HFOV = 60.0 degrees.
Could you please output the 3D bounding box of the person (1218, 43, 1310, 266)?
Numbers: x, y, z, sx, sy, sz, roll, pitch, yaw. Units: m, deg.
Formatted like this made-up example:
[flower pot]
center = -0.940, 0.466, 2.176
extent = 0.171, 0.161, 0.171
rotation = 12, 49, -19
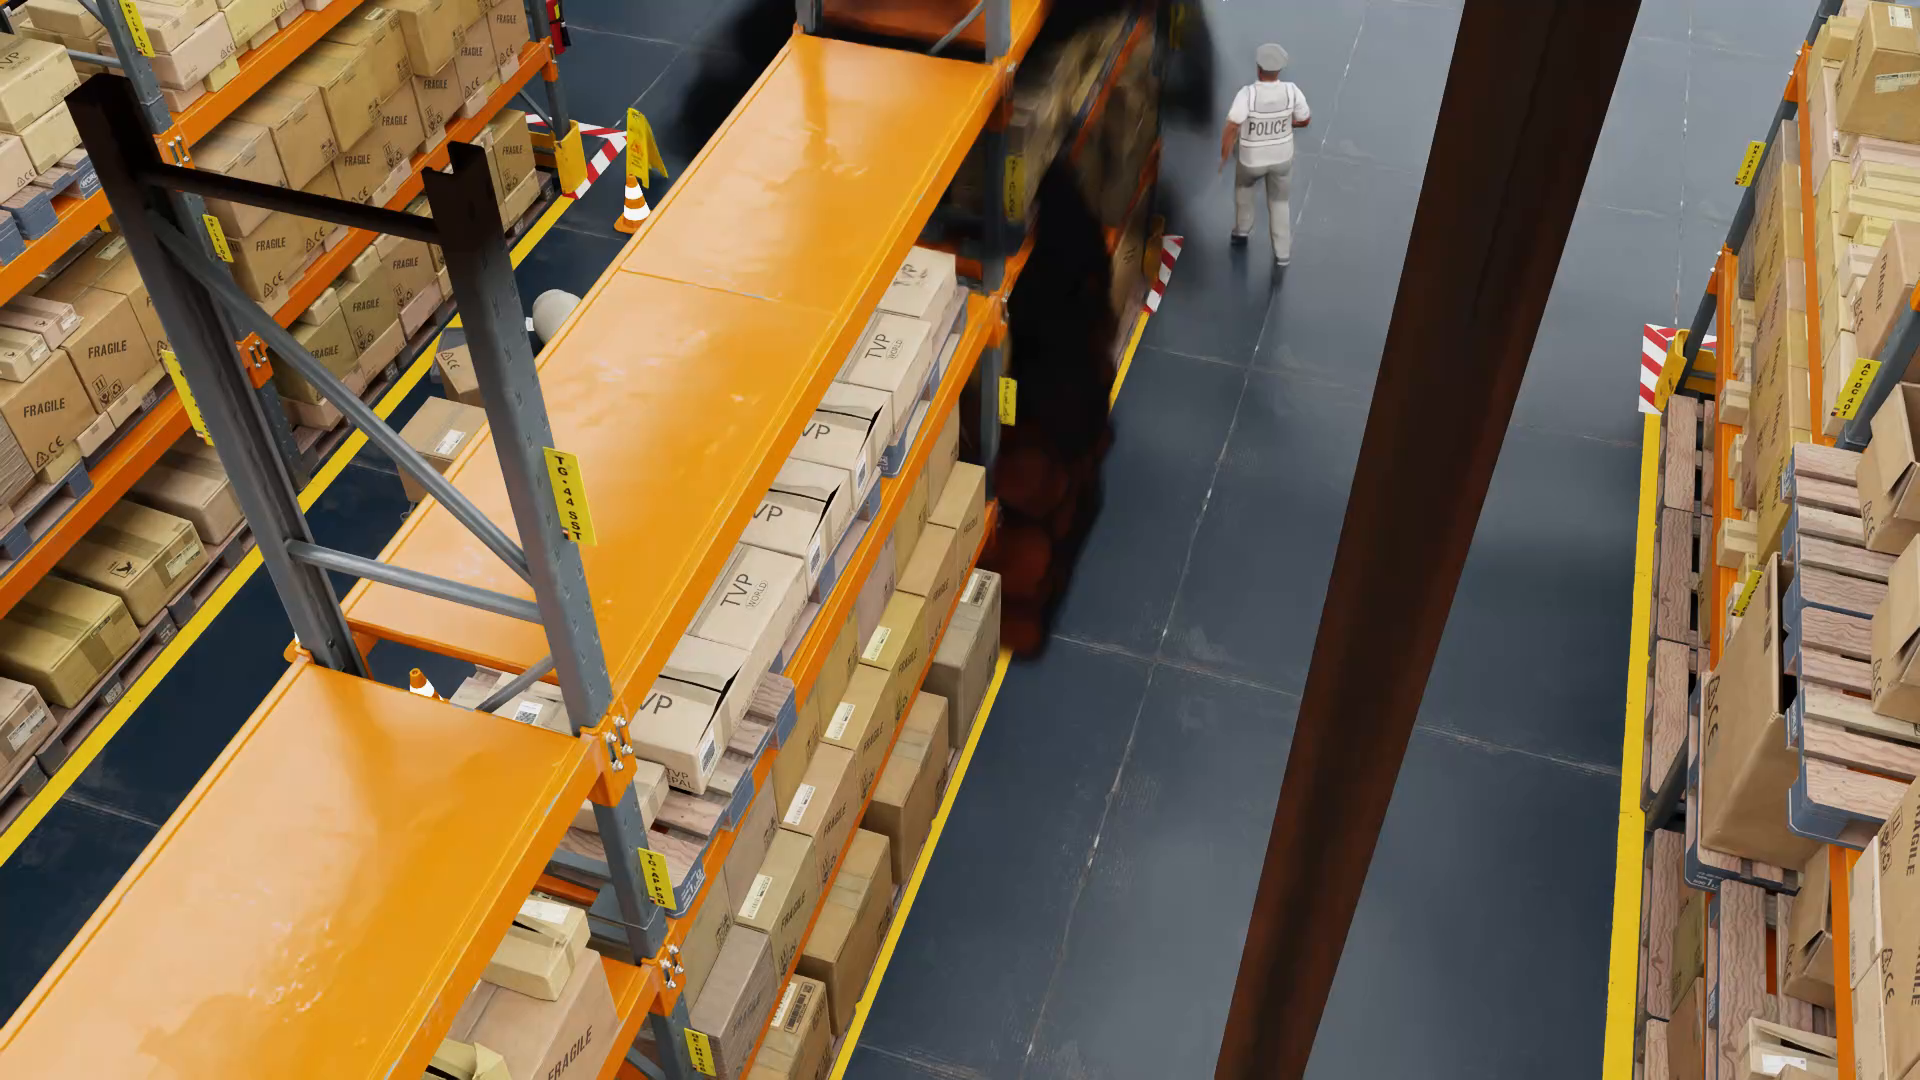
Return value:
[person]
center = 2.300, -2.898, 12.769
extent = 0.697, 1.846, 0.807
rotation = -1, 46, -1
